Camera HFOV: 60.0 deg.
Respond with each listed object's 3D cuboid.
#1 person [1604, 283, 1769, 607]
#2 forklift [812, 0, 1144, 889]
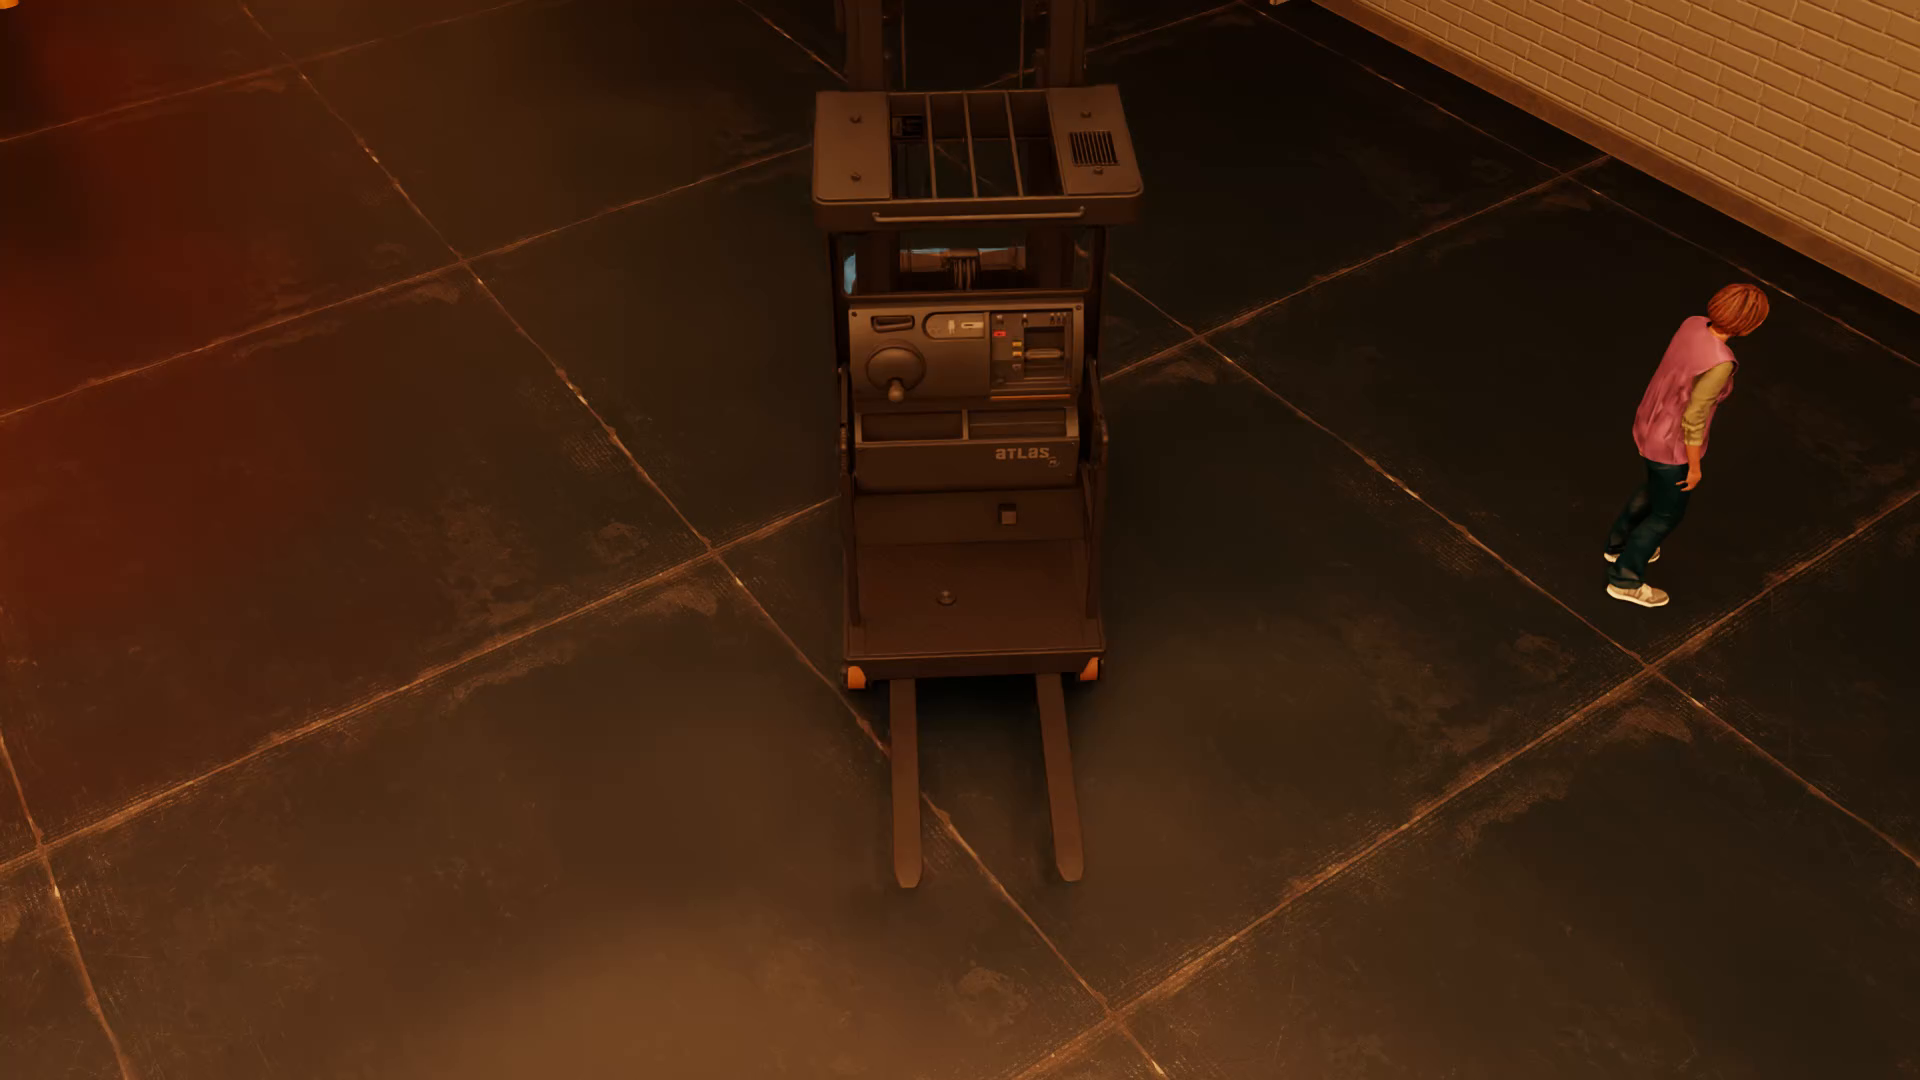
[{"bbox_3d":[3.087,-0.419,7.164,0.357,1.596,0.464,3,43,4],"label":"person"},{"bbox_3d":[0.040,-0.663,6.435,1.130,2.935,3.031,-2,43,-2],"label":"forklift"}]
